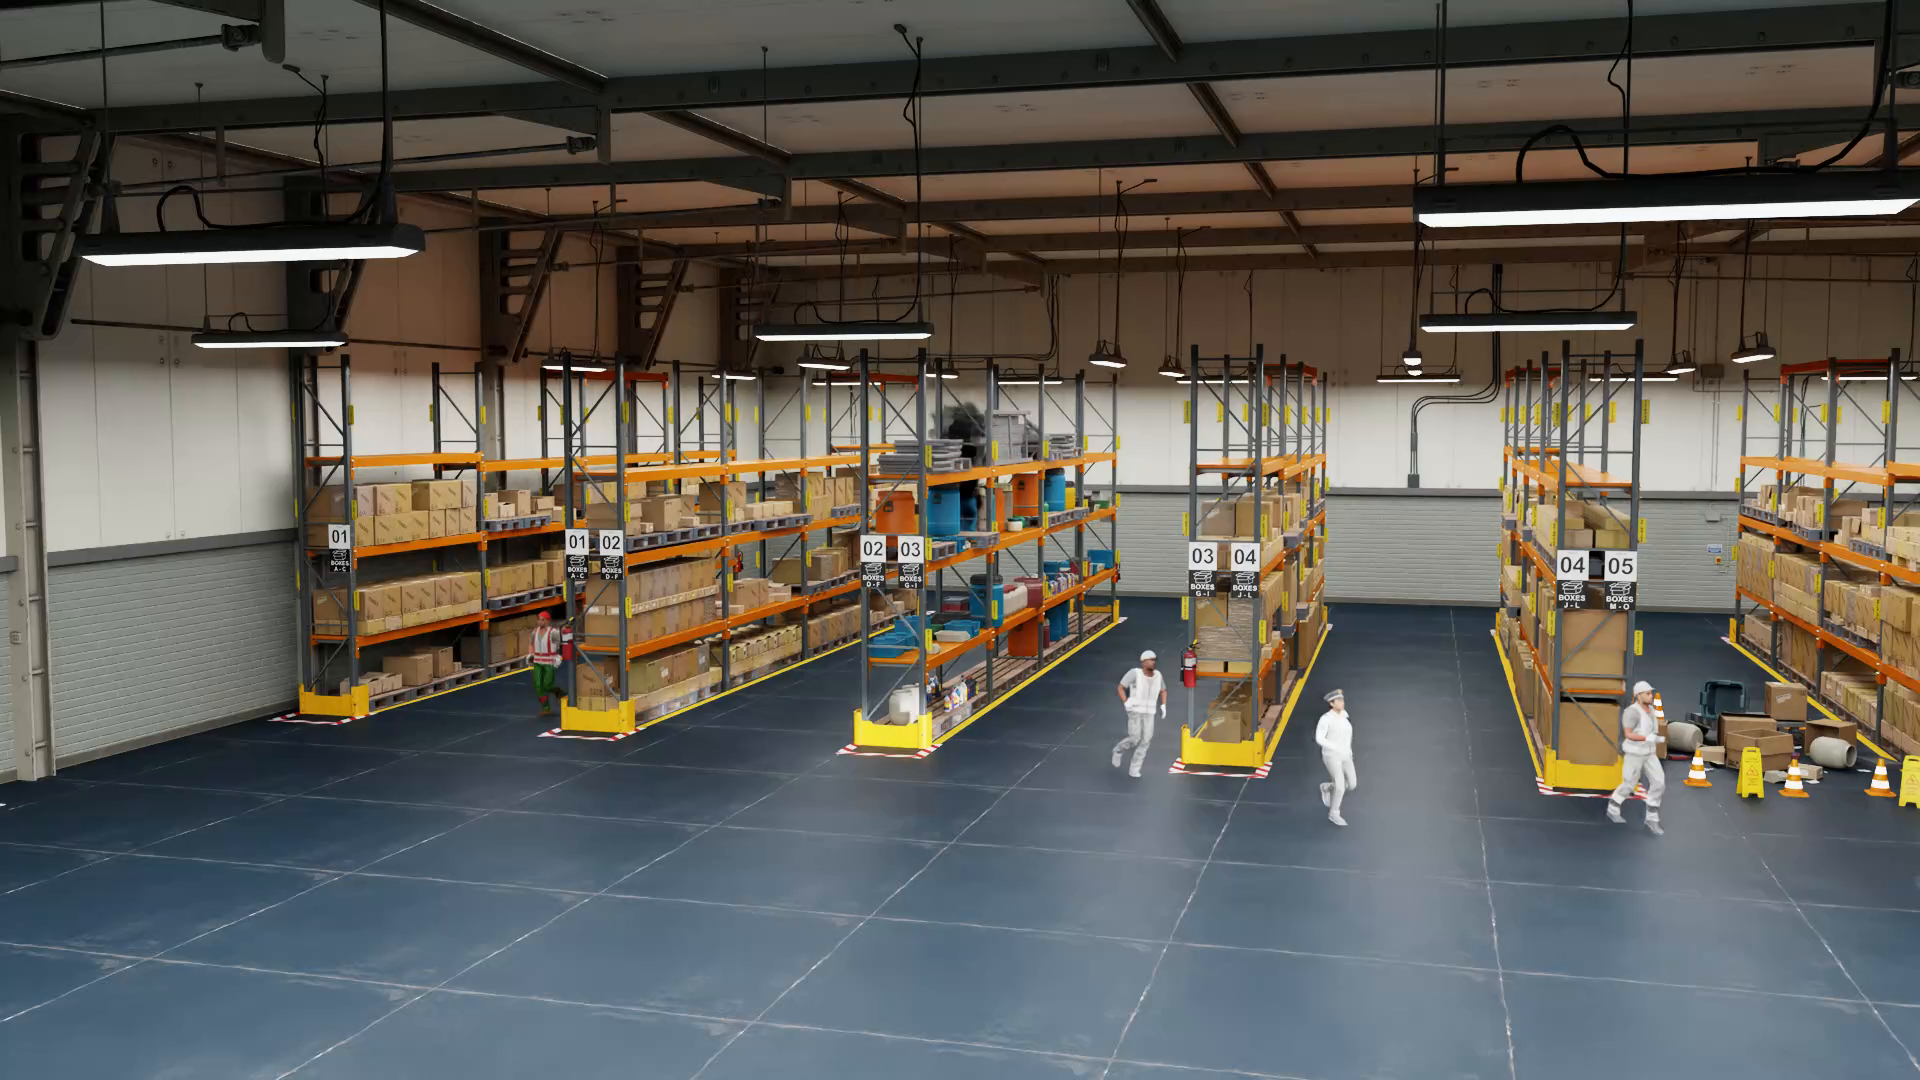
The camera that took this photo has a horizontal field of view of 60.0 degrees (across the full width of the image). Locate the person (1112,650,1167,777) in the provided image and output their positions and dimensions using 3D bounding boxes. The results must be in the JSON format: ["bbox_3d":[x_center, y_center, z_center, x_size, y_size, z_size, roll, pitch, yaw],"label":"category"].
[{"bbox_3d":[2.553,2.400,23.252,0.742,1.736,0.614,-2,5,-23],"label":"person"}]

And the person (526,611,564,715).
[{"bbox_3d":[-6.893,2.051,27.755,0.708,1.741,0.620,1,4,16],"label":"person"}]

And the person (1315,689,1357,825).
[{"bbox_3d":[4.624,2.652,20.474,0.652,1.664,0.579,-3,5,-36],"label":"person"}]

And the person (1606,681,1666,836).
[{"bbox_3d":[8.176,2.612,19.994,0.674,1.851,0.794,-2,5,-29],"label":"person"}]
